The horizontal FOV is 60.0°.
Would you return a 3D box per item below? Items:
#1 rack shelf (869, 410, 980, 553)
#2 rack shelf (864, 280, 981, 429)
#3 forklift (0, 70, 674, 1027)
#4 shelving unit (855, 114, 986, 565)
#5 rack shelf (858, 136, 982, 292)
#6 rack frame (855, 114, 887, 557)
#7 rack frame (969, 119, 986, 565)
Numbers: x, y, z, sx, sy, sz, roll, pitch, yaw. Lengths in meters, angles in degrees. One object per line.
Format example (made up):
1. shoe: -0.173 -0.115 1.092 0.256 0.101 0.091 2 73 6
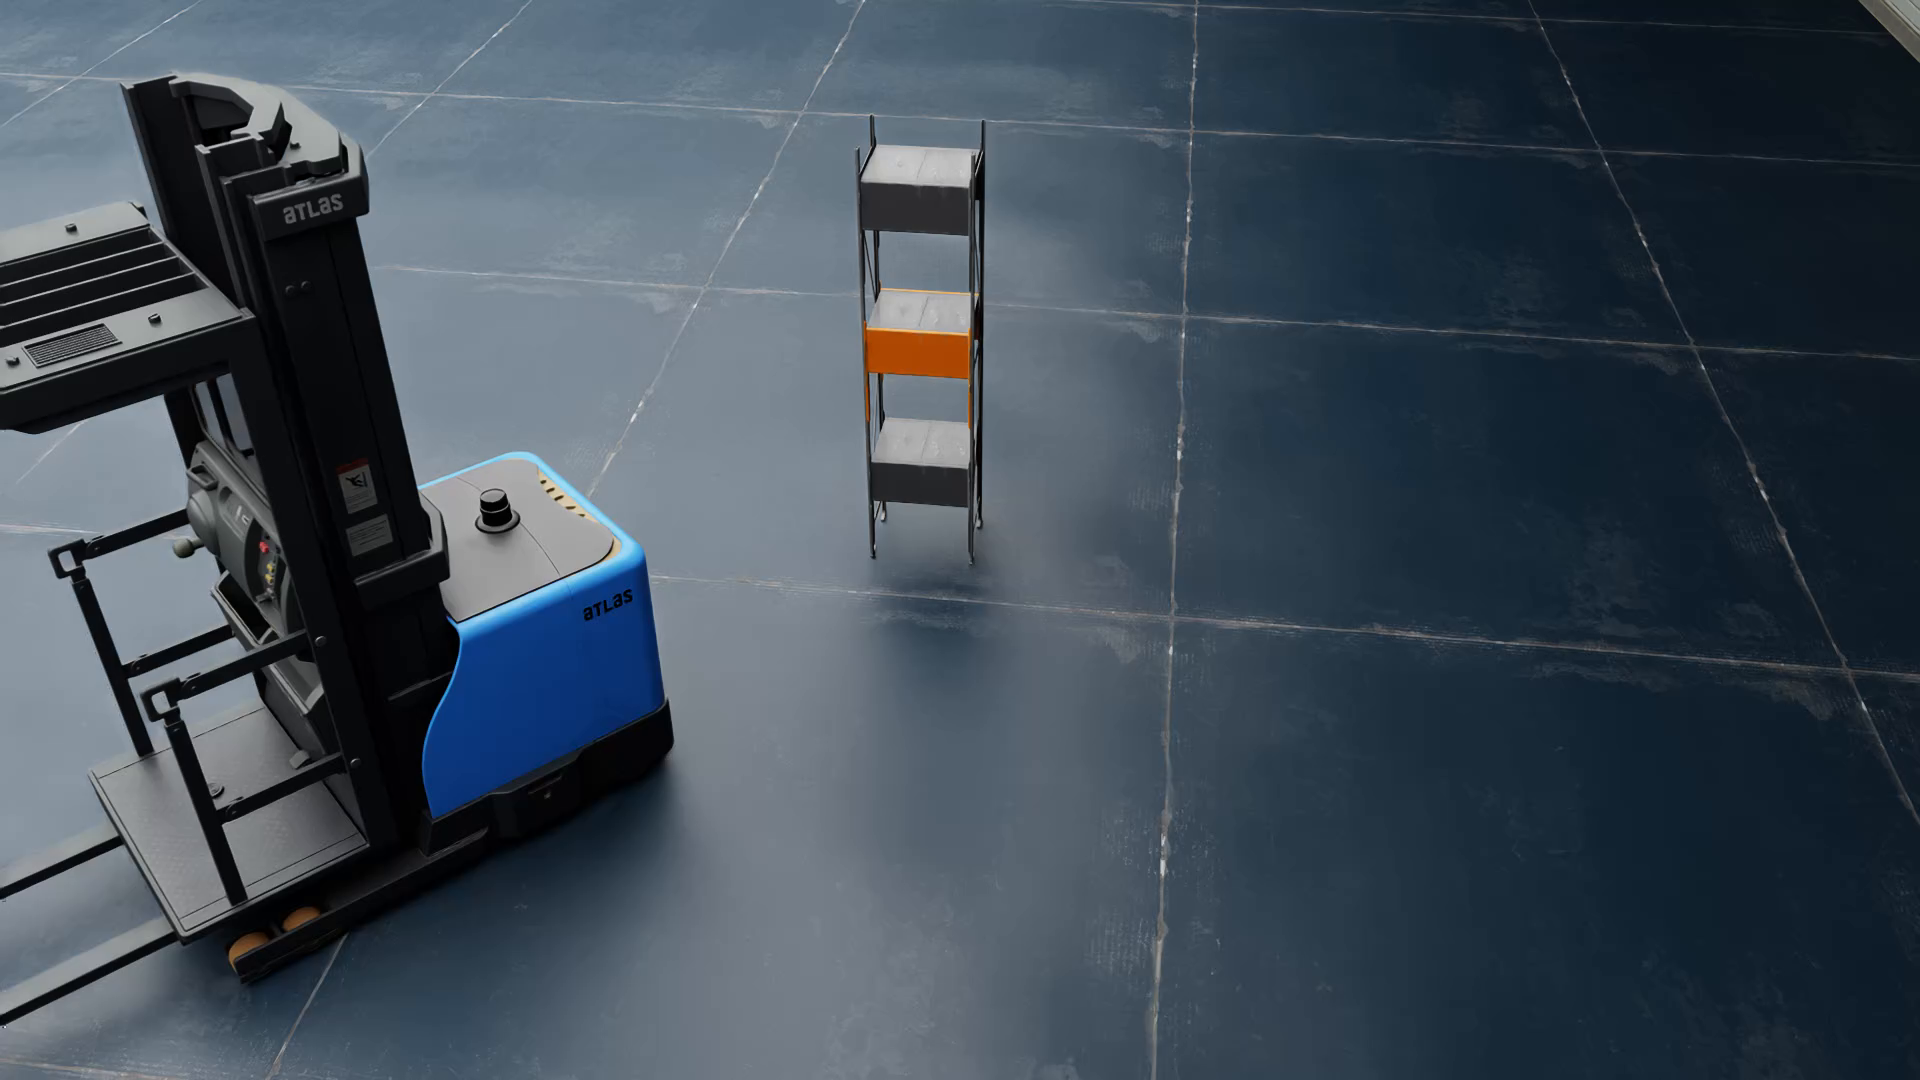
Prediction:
1. rack shelf: -0.164 -0.286 8.072 0.480 0.518 0.431 4 36 6
2. rack shelf: -0.164 -0.856 7.665 0.480 0.518 0.431 4 36 6
3. forklift: -2.652 0.048 5.660 3.031 2.935 1.130 -26 43 -31
4. shelving unit: -0.164 -0.867 7.657 0.503 2.100 0.431 4 36 6
5. rack shelf: -0.164 -1.426 7.258 0.480 0.518 0.431 4 36 6
6. rack frame: -0.406 -0.885 7.683 0.015 2.100 0.400 4 36 6
7. rack frame: 0.078 -0.849 7.632 0.015 2.100 0.400 4 36 6
